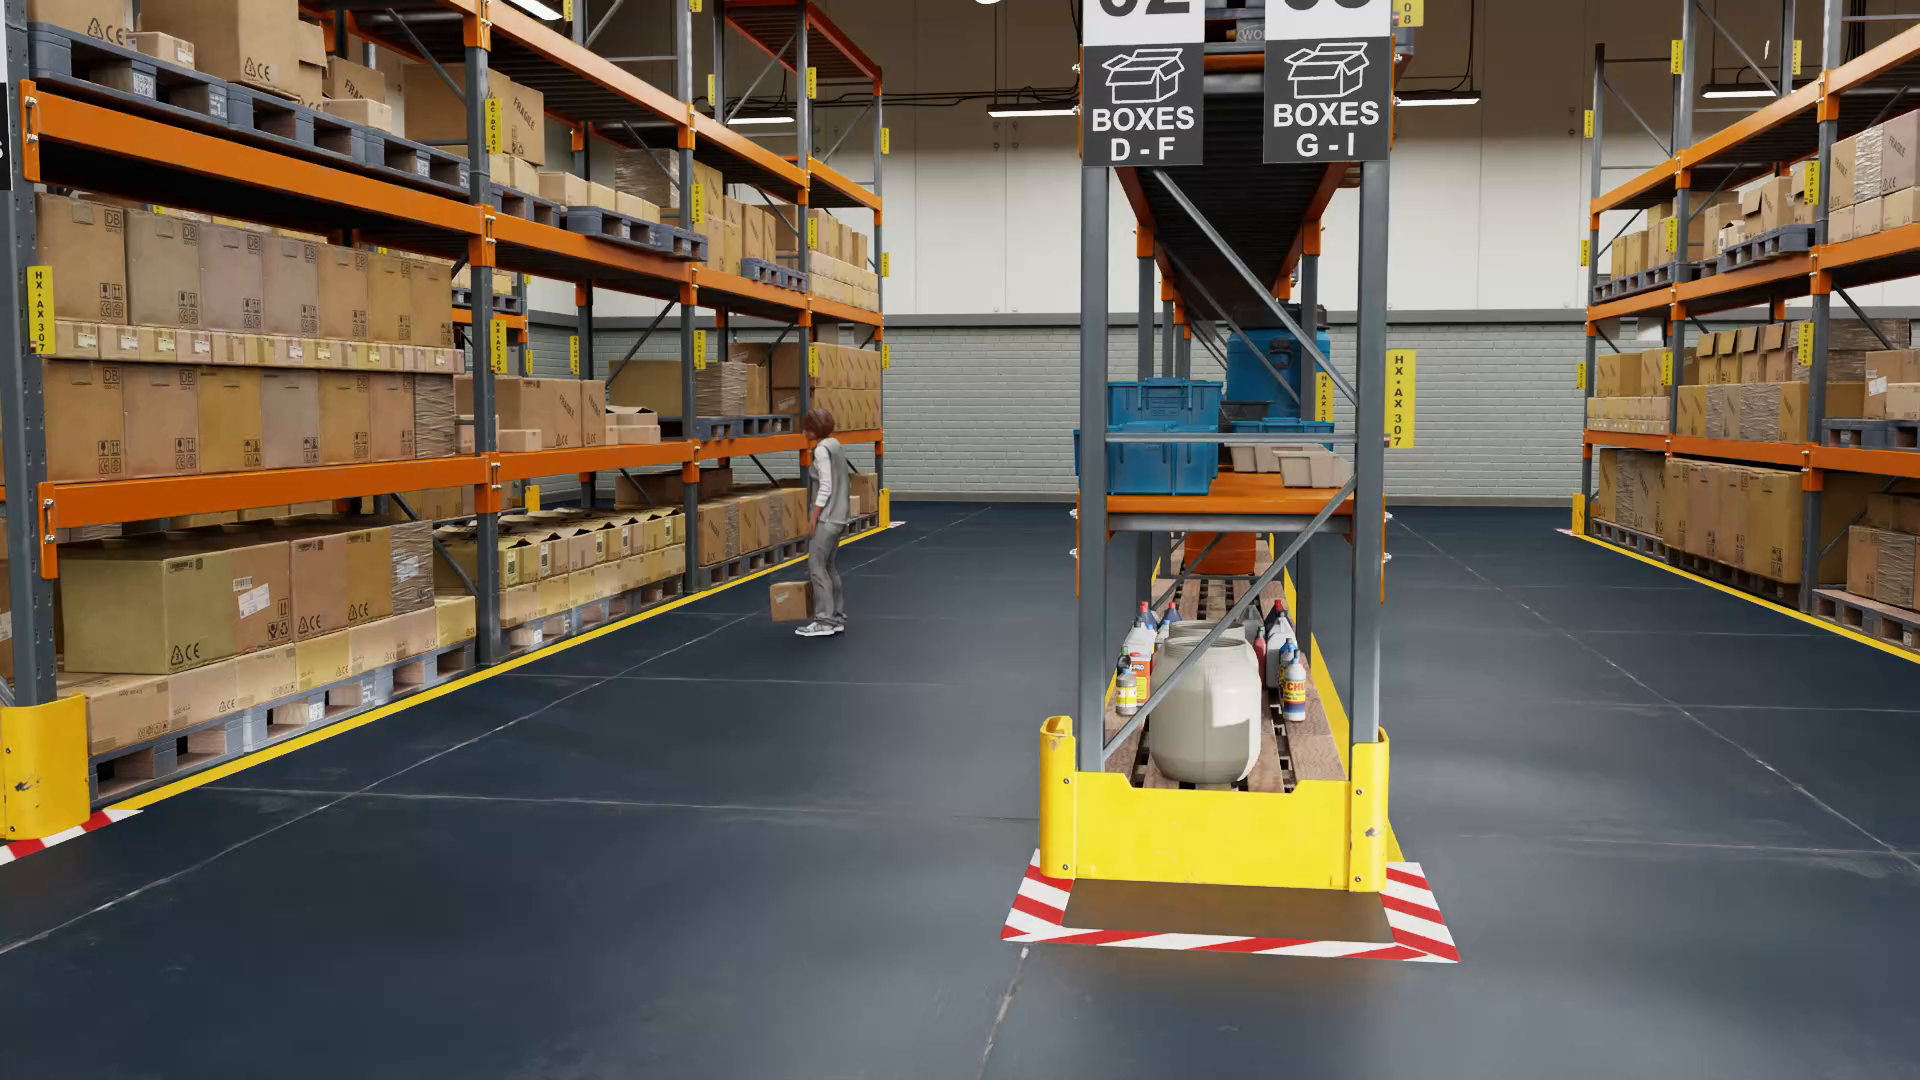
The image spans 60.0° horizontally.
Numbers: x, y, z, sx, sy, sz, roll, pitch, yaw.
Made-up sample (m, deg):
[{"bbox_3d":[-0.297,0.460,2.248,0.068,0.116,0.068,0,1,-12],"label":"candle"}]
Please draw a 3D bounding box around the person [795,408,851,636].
[{"bbox_3d":[-0.957,-0.122,11.682,0.374,1.583,0.458,1,5,7],"label":"person"}]
